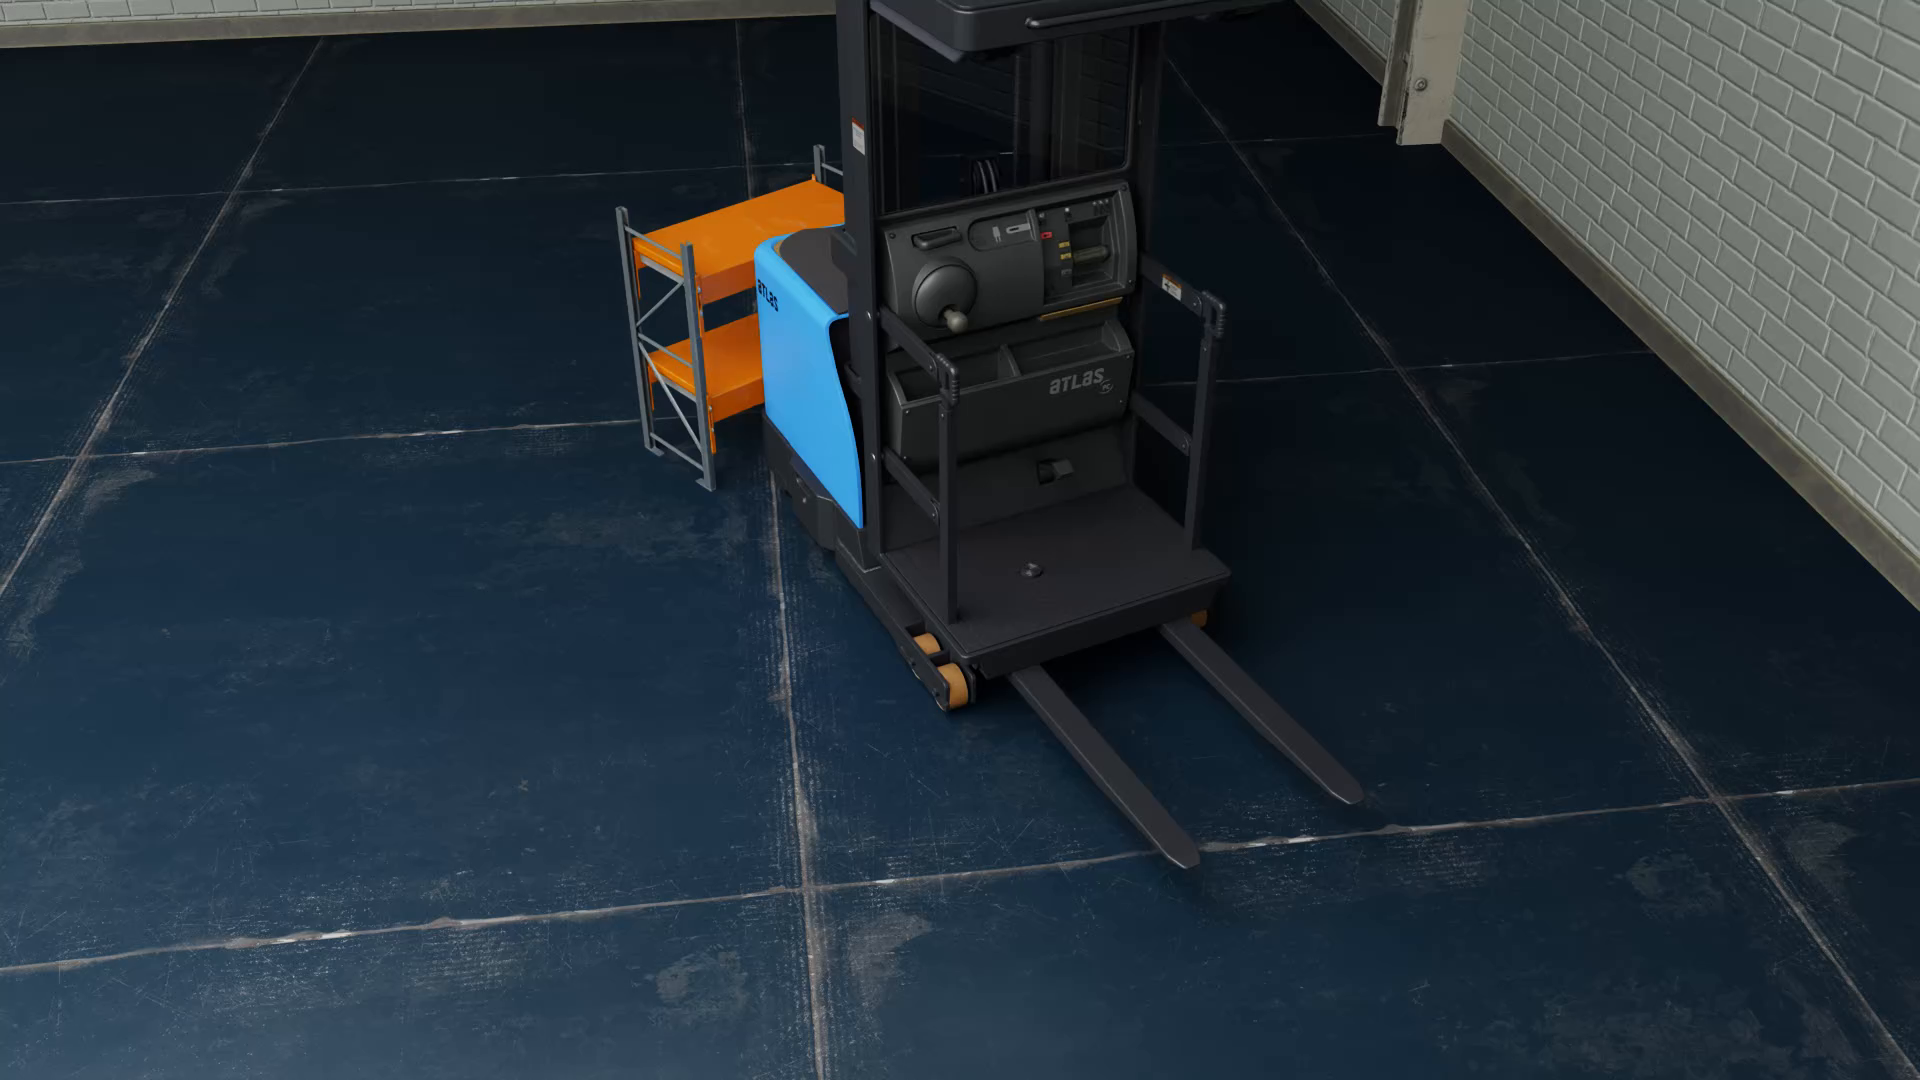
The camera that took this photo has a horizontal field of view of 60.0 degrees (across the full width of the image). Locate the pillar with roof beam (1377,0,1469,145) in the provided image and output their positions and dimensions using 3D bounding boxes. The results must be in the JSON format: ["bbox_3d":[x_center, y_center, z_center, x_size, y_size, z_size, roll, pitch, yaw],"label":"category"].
[{"bbox_3d":[-1.407,-5.973,7.524,9.100,9.000,0.400,-4,35,-6],"label":"pillar with roof beam"}]

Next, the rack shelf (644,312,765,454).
[{"bbox_3d":[-0.839,-0.769,7.314,1.000,0.278,0.538,-27,43,-34],"label":"rack shelf"}]

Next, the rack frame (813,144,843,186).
[{"bbox_3d":[-0.464,-1.165,7.460,0.032,1.125,0.500,-27,43,-34],"label":"rack frame"}]

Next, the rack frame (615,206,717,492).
[{"bbox_3d":[-1.213,-0.778,6.893,0.032,1.125,0.500,-27,43,-34],"label":"rack frame"}]

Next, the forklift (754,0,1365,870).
[{"bbox_3d":[0.282,-0.897,5.464,1.130,2.935,3.031,-16,37,-22],"label":"forklift"}]

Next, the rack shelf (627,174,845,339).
[{"bbox_3d":[-0.839,-1.213,7.012,1.000,0.278,0.538,-27,43,-34],"label":"rack shelf"}]

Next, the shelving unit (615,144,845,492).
[{"bbox_3d":[-0.838,-0.972,7.177,1.048,1.125,0.538,-27,43,-34],"label":"shelving unit"}]
